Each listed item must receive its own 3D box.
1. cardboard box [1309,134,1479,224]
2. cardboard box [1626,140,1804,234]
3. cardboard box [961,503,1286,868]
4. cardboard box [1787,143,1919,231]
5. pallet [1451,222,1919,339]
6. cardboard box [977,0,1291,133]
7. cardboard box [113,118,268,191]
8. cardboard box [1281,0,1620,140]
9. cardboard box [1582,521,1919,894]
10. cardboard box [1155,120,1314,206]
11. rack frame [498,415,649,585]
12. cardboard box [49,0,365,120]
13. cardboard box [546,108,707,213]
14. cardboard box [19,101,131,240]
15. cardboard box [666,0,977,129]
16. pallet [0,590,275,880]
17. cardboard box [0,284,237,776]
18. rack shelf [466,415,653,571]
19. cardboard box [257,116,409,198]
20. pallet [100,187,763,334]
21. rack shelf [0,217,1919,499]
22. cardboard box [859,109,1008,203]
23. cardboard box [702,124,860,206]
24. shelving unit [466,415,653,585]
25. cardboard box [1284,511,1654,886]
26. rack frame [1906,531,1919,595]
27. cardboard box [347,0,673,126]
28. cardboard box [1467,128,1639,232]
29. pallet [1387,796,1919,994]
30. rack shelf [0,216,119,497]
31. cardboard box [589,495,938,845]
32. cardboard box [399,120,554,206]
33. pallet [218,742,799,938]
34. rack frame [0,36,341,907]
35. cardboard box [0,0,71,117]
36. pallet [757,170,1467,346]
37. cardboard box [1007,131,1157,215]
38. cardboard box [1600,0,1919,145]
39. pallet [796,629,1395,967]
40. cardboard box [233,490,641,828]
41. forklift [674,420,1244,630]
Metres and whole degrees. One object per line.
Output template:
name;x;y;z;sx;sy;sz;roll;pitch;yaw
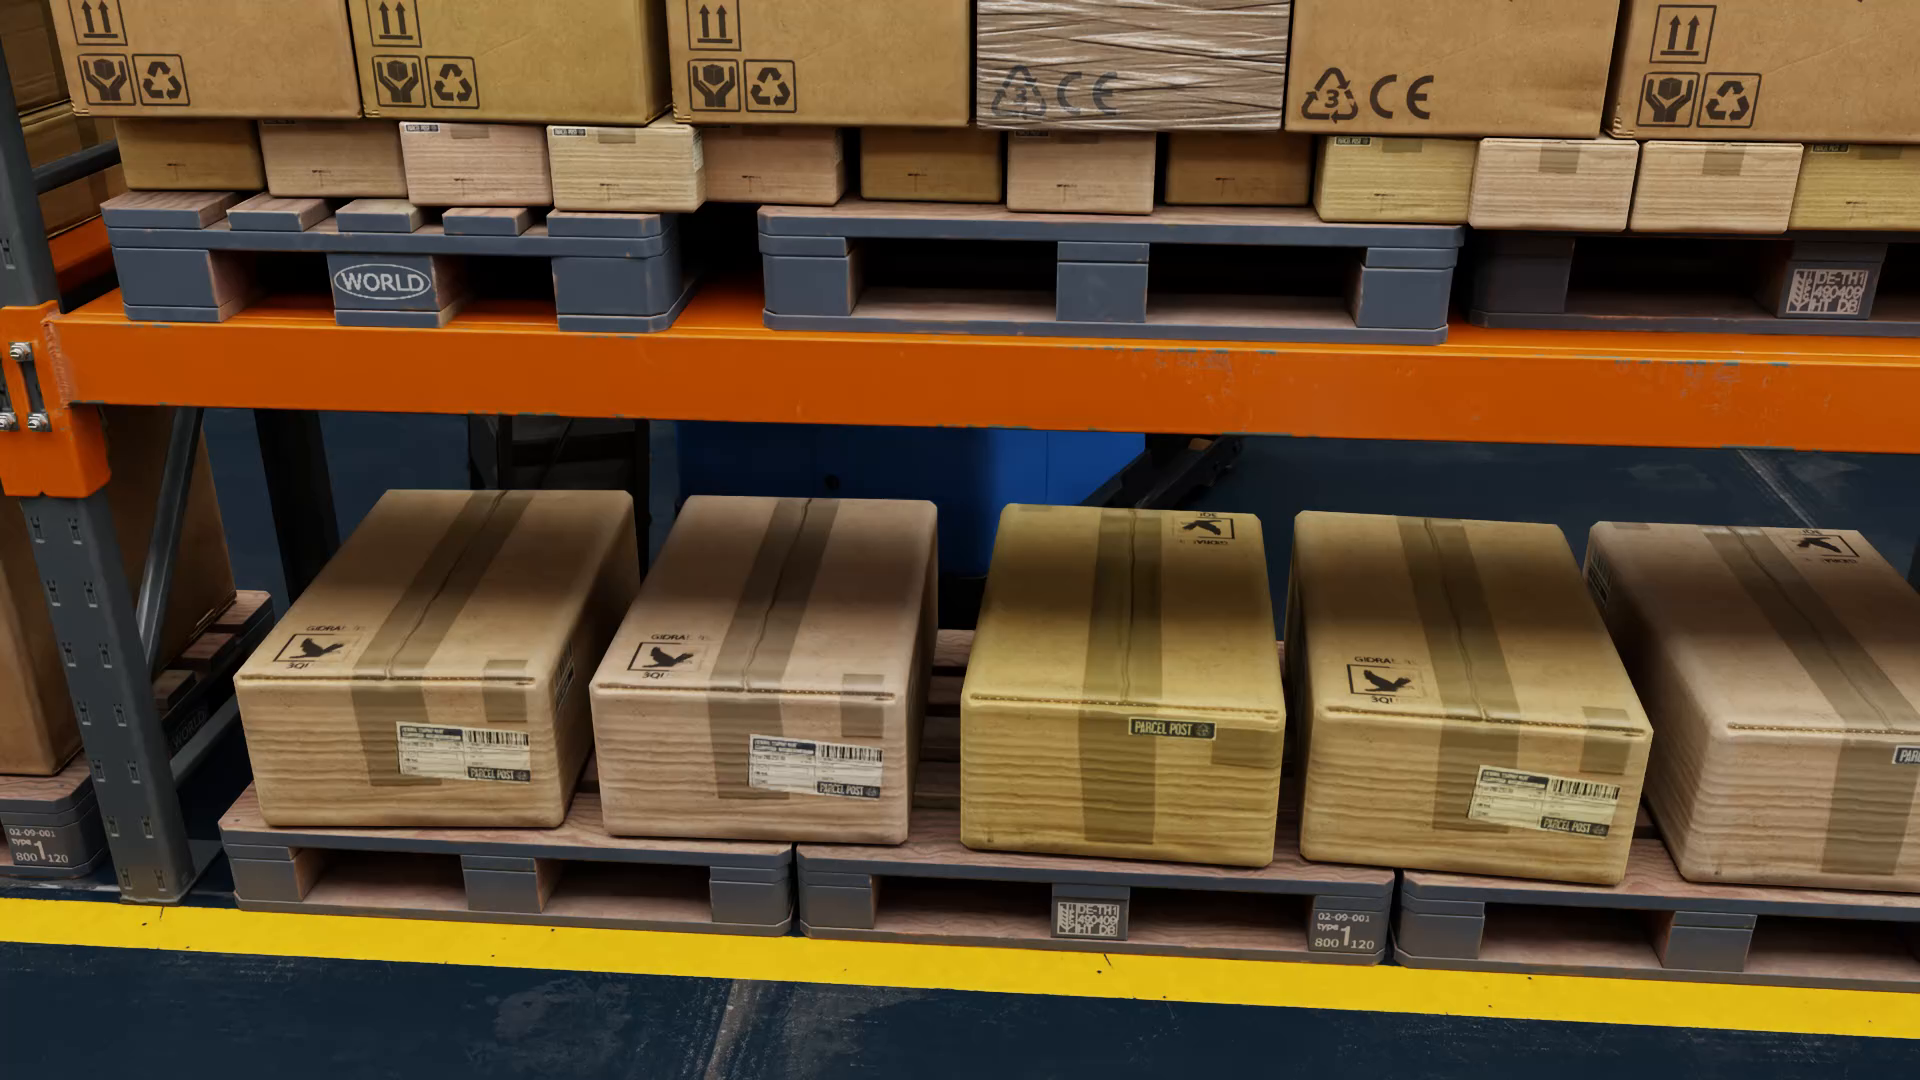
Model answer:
cardboard box;0.746;-0.678;2.933;0.250;0.149;0.380;2;25;4
cardboard box;1.240;-0.648;2.869;0.250;0.149;0.380;1;25;3
cardboard box;0.362;0.283;3.688;0.625;0.372;0.950;3;25;6
cardboard box;1.500;-0.655;2.884;0.250;0.149;0.380;1;25;2
pallet;1.545;-0.659;3.324;1.213;0.211;1.003;2;25;4
cardboard box;0.287;-1.003;2.863;0.500;0.500;0.500;1;25;2
cardboard box;-1.382;-0.778;3.151;0.250;0.149;0.380;0;25;1
cardboard box;0.809;-0.986;2.827;0.500;0.500;0.500;3;25;6
cardboard box;1.773;0.326;3.595;0.625;0.372;0.950;2;25;5
cardboard box;0.491;-0.729;3.045;0.250;0.149;0.380;1;25;2
rack frame;-0.991;-0.713;4.256;0.400;2.100;0.015;-7;28;-24
cardboard box;-1.261;-1.050;2.965;0.500;0.500;0.500;1;25;3
cardboard box;-0.561;-0.710;3.002;0.250;0.149;0.380;2;25;4
cardboard box;-2.161;-0.842;3.670;0.500;0.250;0.500;1;25;3
cardboard box;-0.211;-1.022;2.904;0.500;0.500;0.500;2;25;5
pallet;-2.473;0.421;4.083;1.213;0.211;1.003;2;25;4
cardboard box;-2.375;-0.072;3.857;0.875;0.875;0.875;2;25;4
rack shelf;-1.154;-0.176;4.759;0.431;0.518;0.480;-7;28;-24
cardboard box;-1.103;-0.755;3.101;0.250;0.149;0.380;0;25;1
pallet;-0.974;-0.724;3.464;1.003;0.211;1.213;2;25;4
rack shelf;0.302;-0.399;3.388;4.000;0.370;1.077;2;25;4
cardboard box;-0.030;-0.742;3.072;0.250;0.149;0.380;3;25;6
cardboard box;-0.315;-0.734;3.056;0.250;0.149;0.380;3;25;7
shelving unit;-1.091;-0.817;4.453;0.431;2.100;0.503;-7;28;-24
cardboard box;1.056;0.304;3.641;0.625;0.372;0.950;3;25;7
rack frame;2.296;-0.661;3.099;0.127;3.000;1.000;2;25;4
cardboard box;-0.741;-1.036;2.935;0.500;0.500;0.500;3;25;7
cardboard box;0.986;-0.655;2.884;0.250;0.149;0.380;2;25;4
pallet;1.520;0.581;3.735;1.213;0.211;1.003;2;25;4
rack shelf;-3.686;-0.527;3.666;4.000;0.370;1.077;2;25;4
cardboard box;-0.393;0.256;3.746;0.625;0.372;0.950;1;25;3
cardboard box;-0.834;-0.727;3.040;0.250;0.149;0.380;0;25;1
pallet;-0.913;0.503;3.904;1.213;0.211;1.003;2;25;4
rack frame;-1.692;-0.789;3.377;0.127;3.000;1.000;2;25;4
cardboard box;-2.179;-1.067;3.563;0.500;0.250;0.500;2;25;4
pallet;0.285;-0.656;3.317;1.213;0.211;1.003;2;25;4
cardboard box;0.225;-0.706;2.994;0.250;0.149;0.380;3;25;6
cardboard box;1.323;-0.967;2.786;0.500;0.500;0.500;2;25;4
pallet;0.300;0.543;3.817;1.213;0.211;1.003;2;25;4
cardboard box;-1.130;0.236;3.790;0.625;0.372;0.950;0;25;0
forklift;0.338;-1.592;5.204;1.130;2.935;3.031;13;28;26
